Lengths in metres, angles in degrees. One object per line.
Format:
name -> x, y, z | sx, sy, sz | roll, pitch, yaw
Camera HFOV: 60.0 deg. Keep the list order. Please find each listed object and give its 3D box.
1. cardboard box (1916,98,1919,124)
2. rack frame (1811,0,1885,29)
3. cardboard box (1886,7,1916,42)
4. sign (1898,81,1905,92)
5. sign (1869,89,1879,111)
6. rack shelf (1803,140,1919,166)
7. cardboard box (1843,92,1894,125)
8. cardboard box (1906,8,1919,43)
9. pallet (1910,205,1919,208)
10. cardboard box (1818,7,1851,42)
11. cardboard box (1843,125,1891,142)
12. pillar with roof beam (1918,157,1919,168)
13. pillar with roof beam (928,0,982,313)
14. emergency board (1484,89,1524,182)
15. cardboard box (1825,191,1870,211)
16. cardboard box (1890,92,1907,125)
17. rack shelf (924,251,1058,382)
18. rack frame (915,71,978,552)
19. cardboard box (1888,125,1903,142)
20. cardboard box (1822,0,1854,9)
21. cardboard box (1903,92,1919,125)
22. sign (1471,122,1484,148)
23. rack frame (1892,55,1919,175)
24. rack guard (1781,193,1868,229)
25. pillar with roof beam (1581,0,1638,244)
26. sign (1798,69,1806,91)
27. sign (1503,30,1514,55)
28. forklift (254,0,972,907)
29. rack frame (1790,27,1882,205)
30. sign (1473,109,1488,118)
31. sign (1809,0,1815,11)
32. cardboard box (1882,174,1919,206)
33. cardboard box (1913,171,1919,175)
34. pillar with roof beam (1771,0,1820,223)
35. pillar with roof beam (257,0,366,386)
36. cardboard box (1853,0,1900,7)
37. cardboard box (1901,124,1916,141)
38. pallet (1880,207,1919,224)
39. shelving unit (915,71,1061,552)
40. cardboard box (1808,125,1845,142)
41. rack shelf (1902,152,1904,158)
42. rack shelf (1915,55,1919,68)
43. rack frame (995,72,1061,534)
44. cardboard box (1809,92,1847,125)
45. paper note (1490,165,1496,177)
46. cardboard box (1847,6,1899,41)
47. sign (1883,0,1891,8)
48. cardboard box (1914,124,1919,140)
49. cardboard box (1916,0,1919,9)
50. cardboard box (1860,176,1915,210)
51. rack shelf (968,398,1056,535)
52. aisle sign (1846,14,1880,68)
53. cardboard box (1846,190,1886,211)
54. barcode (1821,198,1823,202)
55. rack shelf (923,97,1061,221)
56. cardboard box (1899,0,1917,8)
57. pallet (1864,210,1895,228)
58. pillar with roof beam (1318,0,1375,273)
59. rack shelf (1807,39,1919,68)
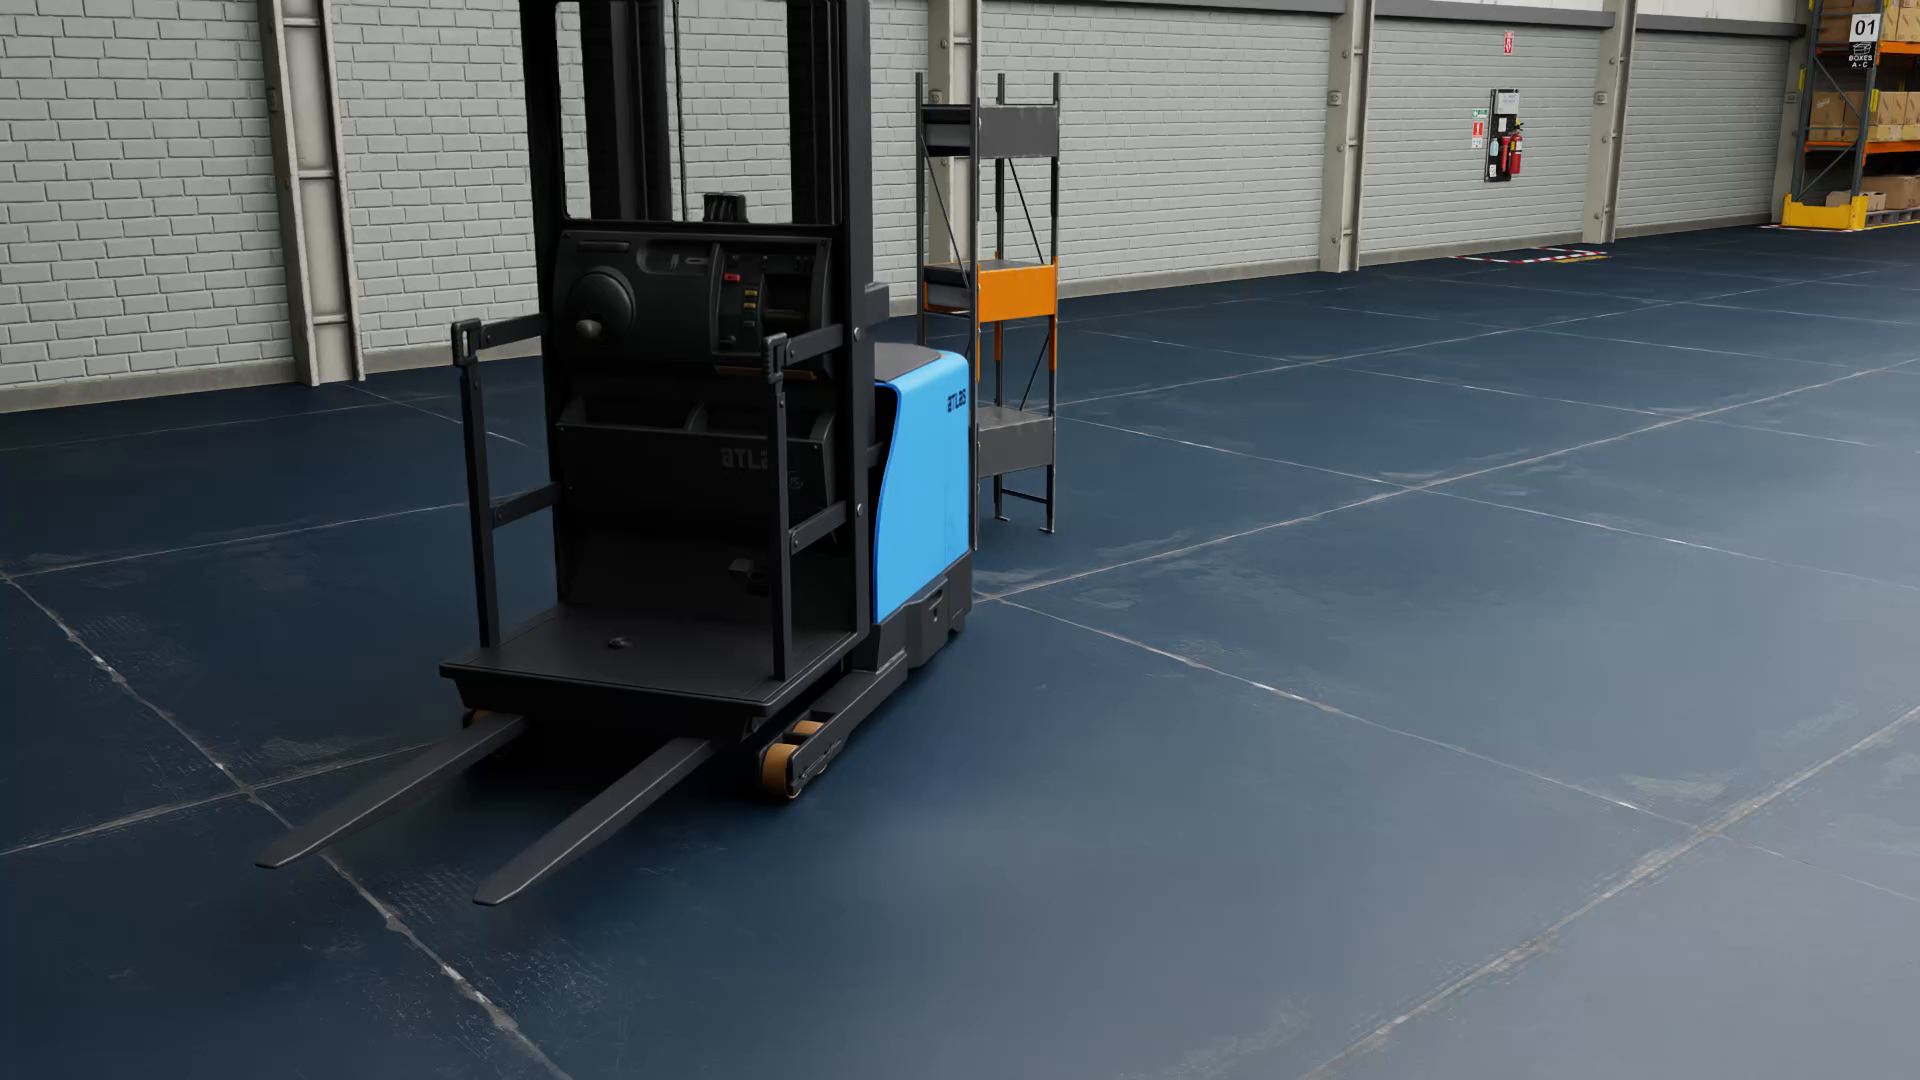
cardboard box -> 15.283, -6.968, 26.822 | 0.500, 0.500, 0.500 | -12, 19, -38
rack frame -> 13.571, -9.286, 25.079 | 0.127, 3.000, 1.000 | -13, 19, -39
cardboard box -> 14.416, -7.987, 25.795 | 0.500, 0.500, 0.500 | -11, 19, -36
sign -> 16.221, -7.733, 28.642 | 0.005, 0.325, 0.100 | -13, 19, -39
sign -> 13.927, -6.701, 25.346 | 0.005, 0.325, 0.100 | -13, 19, -39
rack shelf -> 15.080, -6.379, 27.214 | 4.000, 0.370, 1.077 | -13, 19, -39
cardboard box -> 14.128, -6.710, 25.857 | 0.500, 0.500, 0.500 | -13, 19, -39
cardboard box -> 14.805, -8.076, 26.127 | 0.500, 0.500, 0.500 | -12, 19, -37
pallet -> 16.105, -5.598, 28.298 | 1.213, 0.211, 1.003 | -13, 19, -39
cardboard box -> 13.719, -8.015, 25.899 | 0.500, 0.500, 0.500 | -11, 18, -35
cardboard box -> 14.147, -6.346, 25.948 | 0.500, 0.250, 0.500 | -13, 20, -41
pillar with roof beam -> 20.883, -9.752, 26.821 | 0.400, 9.000, 9.100 | -13, 19, -39
pillar with roof beam -> 2.778, -5.686, 11.600 | 0.400, 9.000, 9.100 | -13, 19, -39
emergency board -> 7.116, -5.247, 21.583 | 0.643, 1.169, 0.194 | -13, 19, -39
cardboard box -> 14.152, -5.401, 26.516 | 0.500, 0.311, 0.500 | 13, 20, 41
cardboard box -> 14.508, -6.792, 26.163 | 0.500, 0.500, 0.500 | -13, 19, -39
rack shelf -> 0.125, -1.029, 7.588 | 0.480, 0.518, 0.431 | -13, 19, -39
rack frame -> -0.059, -1.001, 7.429 | 0.015, 2.100, 0.400 | -13, 19, -39
cardboard box -> 14.530, -6.437, 26.287 | 0.500, 0.250, 0.500 | -13, 20, -41
cardboard box -> 13.724, -8.502, 25.785 | 0.500, 0.500, 0.500 | -12, 19, -37
cardboard box -> 14.902, -6.878, 26.486 | 0.500, 0.500, 0.500 | -13, 20, -41
sign -> 6.631, -5.191, 21.302 | 0.234, 0.329, 0.001 | -13, 19, -39
rack frame -> 16.588, -7.066, 28.390 | 0.127, 3.000, 1.000 | -13, 19, -39
rack guard -> 13.628, -5.193, 26.224 | 0.348, 0.500, 1.175 | -13, 19, -39
pillar with roof beam -> 11.831, -7.719, 19.210 | 0.400, 9.000, 9.100 | -13, 19, -39
sign -> 13.222, -7.212, 26.080 | 0.005, 0.325, 0.100 | -13, 19, -39
sign -> 7.044, -6.385, 21.351 | 0.199, 0.298, 0.001 | -13, 19, -39
forklift -> -0.900, -0.769, 4.949 | 1.130, 2.935, 3.031 | 5, 16, 18
rack frame -> 13.571, -6.388, 25.853 | 0.127, 3.000, 1.000 | -13, 19, -39
sign -> 6.640, -5.446, 21.230 | 0.331, 0.109, 0.001 | -13, 19, -39
sign -> 13.222, -8.376, 25.769 | 0.005, 0.325, 0.100 | -13, 19, -39
cardboard box -> 15.832, -5.887, 27.968 | 0.500, 0.500, 0.500 | 14, 21, 43
cardboard box -> 17.133, -6.198, 29.134 | 0.500, 0.500, 0.700 | -12, 19, -38
pillar with roof beam -> 16.357, -8.735, 23.015 | 0.400, 9.000, 9.100 | -13, 19, -39
pillar with roof beam -> -1.748, -4.670, 7.795 | 0.400, 9.000, 9.100 | -13, 19, -39
cardboard box -> 14.021, -8.396, 25.389 | 0.500, 0.500, 0.500 | 14, 21, 43
cardboard box -> 14.918, -6.522, 26.606 | 0.500, 0.250, 0.500 | -13, 20, -40
pallet -> 15.184, -5.390, 27.520 | 1.213, 0.211, 1.003 | -13, 19, -39
shelving unit -> 0.125, -1.042, 7.584 | 0.503, 2.100, 0.431 | -13, 19, -39
cardboard box -> 13.796, -6.442, 26.307 | 0.500, 0.250, 0.500 | -12, 19, -39
rack shelf -> 18.097, -7.057, 29.751 | 4.000, 0.370, 1.077 | -13, 19, -39
rack shelf -> 18.097, -8.506, 29.364 | 4.000, 0.370, 1.077 | -13, 19, -39
rack frame -> 0.309, -1.084, 7.739 | 0.015, 2.100, 0.400 | -13, 19, -39
cardboard box -> 13.787, -6.809, 26.227 | 0.500, 0.500, 0.500 | -13, 20, -40
paper note -> 6.937, -4.805, 21.634 | 0.142, 0.148, 0.016 | -13, 19, -39
cardboard box -> 13.987, -7.903, 25.480 | 0.500, 0.500, 0.500 | -12, 19, -38
sign -> 13.927, -8.154, 24.958 | 0.005, 0.325, 0.100 | -13, 19, -39
cardboard box -> 15.301, -6.607, 26.925 | 0.500, 0.250, 0.500 | -12, 19, -39
cardboard box -> 14.812, -8.560, 26.003 | 0.500, 0.500, 0.500 | -12, 19, -38
cardboard box -> 15.168, -5.704, 27.282 | 0.500, 0.500, 0.700 | -14, 21, -43
rack shelf -> 0.125, -0.353, 7.768 | 0.480, 0.518, 0.431 | -13, 19, -39
aisle sign -> 13.714, -7.573, 25.253 | 0.004, 0.787, 0.394 | -13, 19, -39
cardboard box -> 14.582, -5.498, 26.878 | 0.500, 0.311, 0.500 | -11, 18, -35
barcode -> 13.903, -5.487, 26.818 | 0.075, 0.075, 0.001 | -13, 19, -39
rack shelf -> 0.125, -1.706, 7.407 | 0.480, 0.518, 0.431 | -13, 19, -39
cardboard box -> 14.432, -8.471, 25.670 | 0.500, 0.500, 0.500 | -13, 20, -40
pallet -> 14.264, -5.184, 26.750 | 1.213, 0.211, 1.003 | -13, 19, -39
pillar with roof beam -> 7.305, -6.703, 15.405 | 0.400, 9.000, 9.100 | -13, 19, -39
rack shelf -> 15.080, -7.829, 26.827 | 4.000, 0.370, 1.077 | -13, 19, -39
